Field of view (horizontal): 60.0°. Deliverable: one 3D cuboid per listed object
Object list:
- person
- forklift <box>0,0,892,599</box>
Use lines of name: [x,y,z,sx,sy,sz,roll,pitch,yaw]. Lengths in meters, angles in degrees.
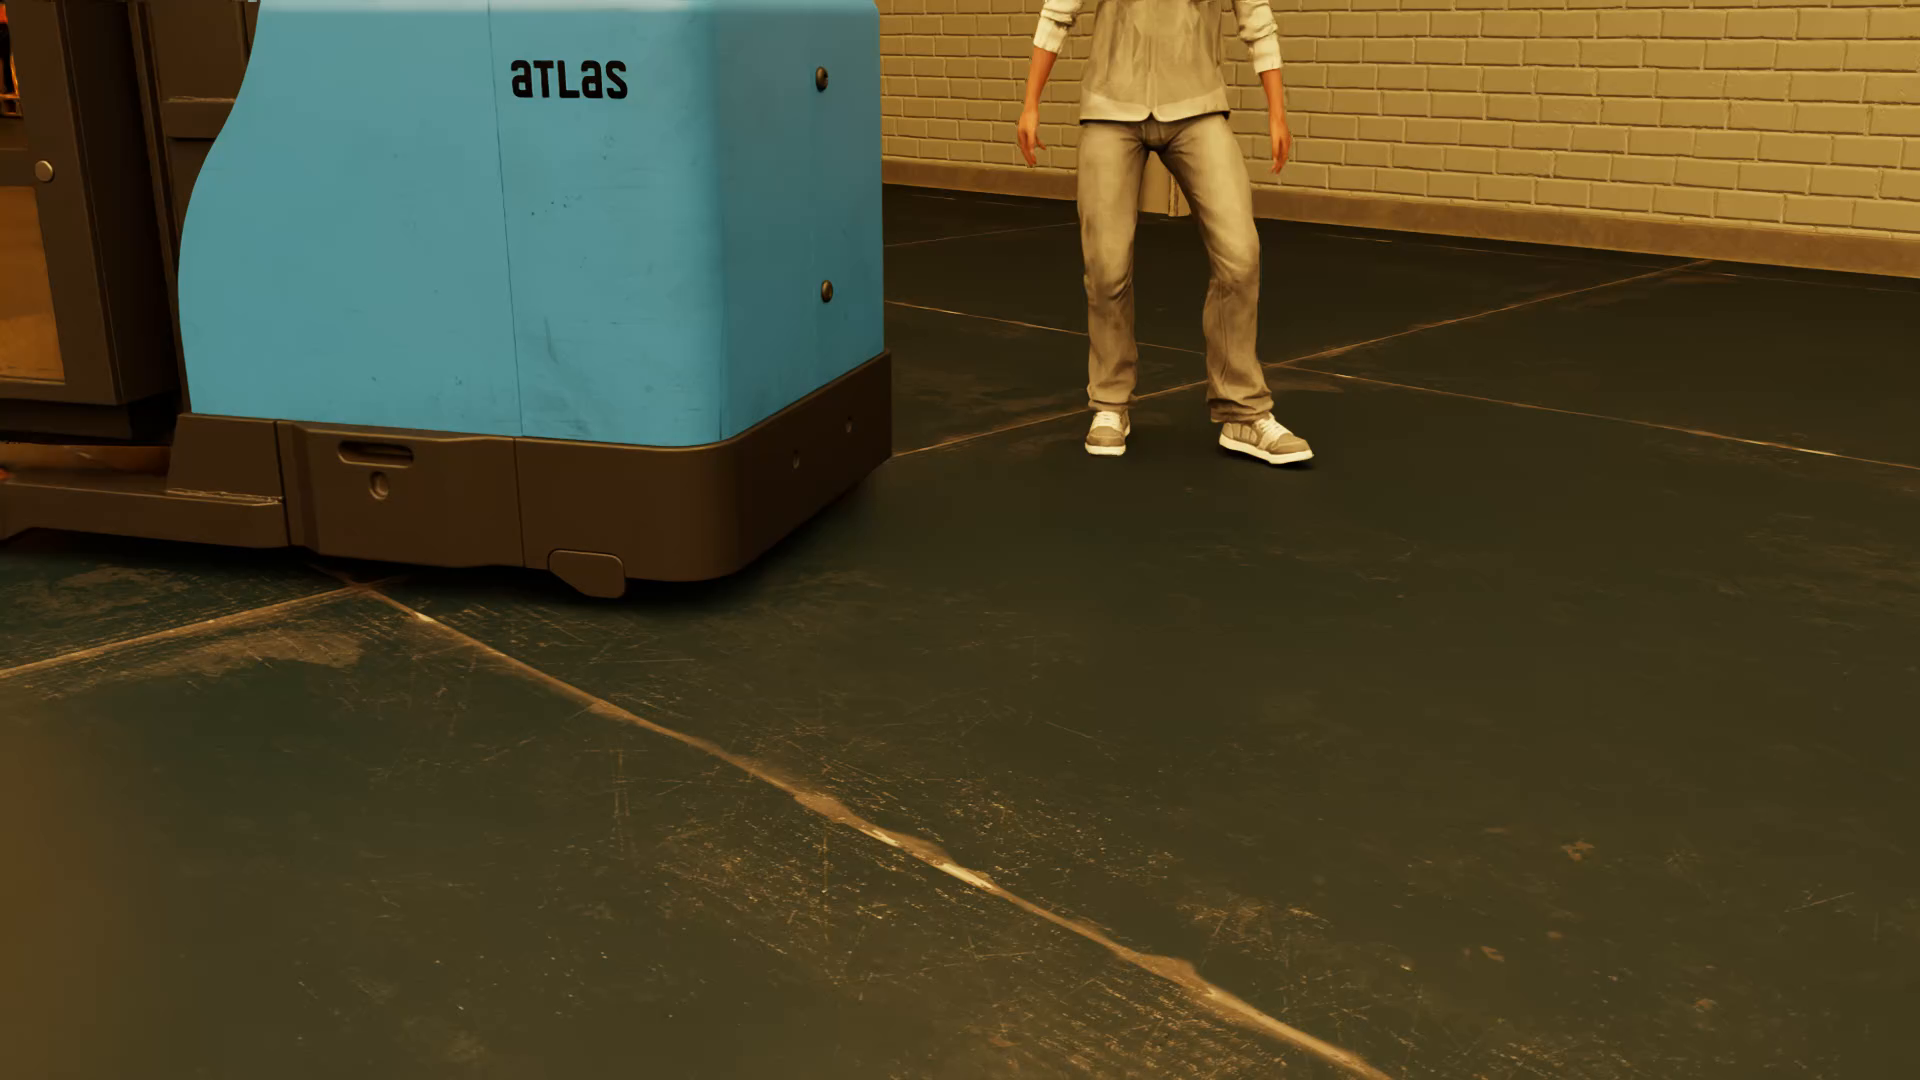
person: [0.491,-0.963,3.883,0.728,1.570,0.381,2,17,6]
forklift: [-1.730,-1.521,3.353,3.031,2.935,1.130,5,18,15]
